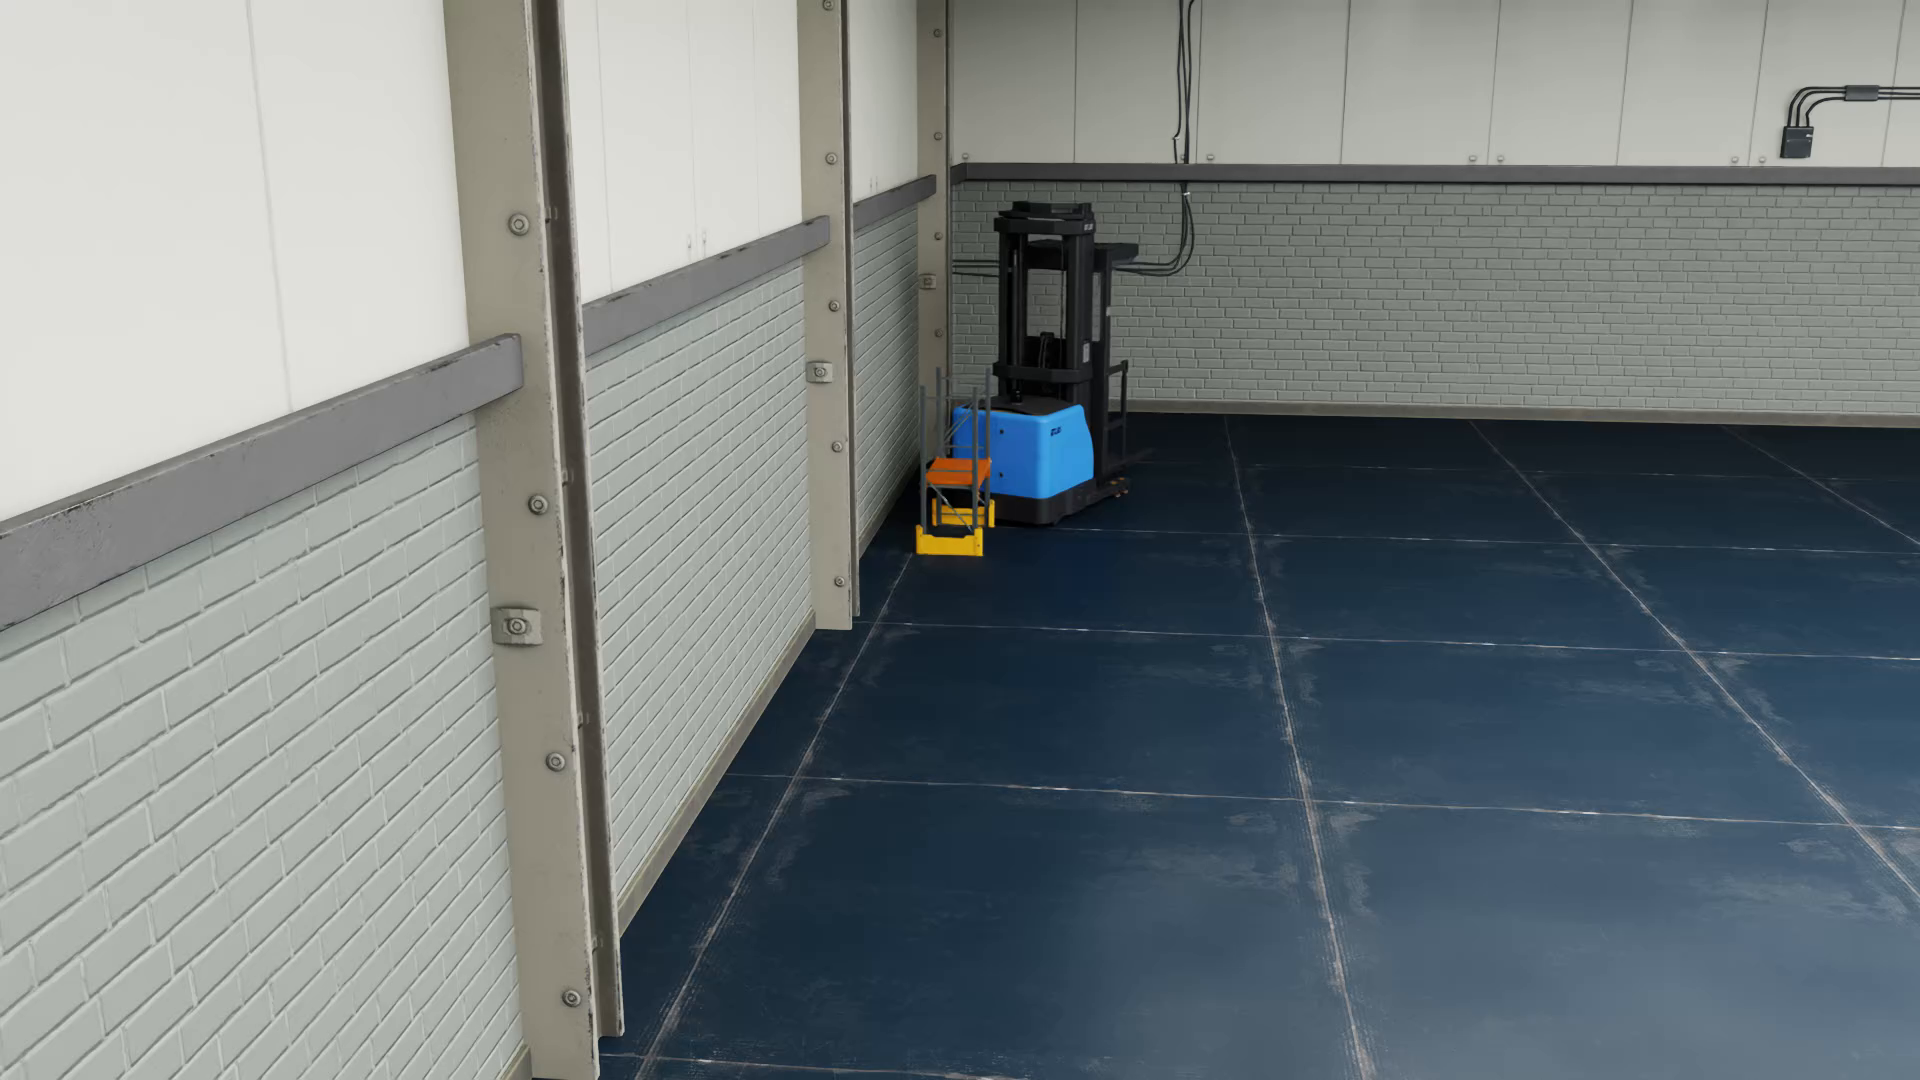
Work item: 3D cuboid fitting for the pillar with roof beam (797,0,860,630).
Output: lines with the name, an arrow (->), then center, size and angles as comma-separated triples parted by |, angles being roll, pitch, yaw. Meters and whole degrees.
pillar with roof beam -> 3.317, -3.590, 11.197 | 9.100, 9.000, 0.400 | 2, 15, 6

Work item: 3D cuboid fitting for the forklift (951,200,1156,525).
forklift -> 1.080, -1.892, 16.543 | 1.130, 2.935, 3.031 | 8, 17, 28

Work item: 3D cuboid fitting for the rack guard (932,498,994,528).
rack guard -> 0.029, -0.253, 15.621 | 0.587, 0.250, 0.087 | 2, 15, 7

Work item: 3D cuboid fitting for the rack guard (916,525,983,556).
rack guard -> -0.094, 0.005, 14.666 | 0.587, 0.250, 0.087 | 2, 15, 7

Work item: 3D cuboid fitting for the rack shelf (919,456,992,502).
rack shelf -> -0.031, -0.557, 15.036 | 0.538, 0.185, 1.000 | 2, 15, 7

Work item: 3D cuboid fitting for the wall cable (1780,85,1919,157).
wall cable -> 10.794, -7.356, 18.610 | 2.305, 6.003, 0.169 | 2, 15, 6

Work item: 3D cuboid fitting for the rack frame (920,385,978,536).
rack frame -> -0.094, -0.598, 14.502 | 0.500, 1.500, 0.032 | 2, 15, 7

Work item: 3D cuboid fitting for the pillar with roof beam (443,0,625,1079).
pillar with roof beam -> 2.640, -2.033, 5.442 | 9.100, 9.000, 0.400 | 2, 15, 6

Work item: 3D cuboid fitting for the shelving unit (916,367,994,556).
shelving unit -> -0.033, -0.728, 14.980 | 0.587, 1.500, 1.083 | 2, 15, 7

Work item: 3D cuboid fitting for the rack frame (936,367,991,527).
rack frame -> 0.031, -0.862, 15.476 | 0.500, 1.500, 0.032 | 2, 15, 7

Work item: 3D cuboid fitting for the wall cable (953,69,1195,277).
wall cable -> 1.363, -4.499, 20.508 | 3.097, 2.526, 0.112 | 2, 15, 6

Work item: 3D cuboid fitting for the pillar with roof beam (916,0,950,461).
pillar with roof beam -> 3.994, -5.146, 16.952 | 9.100, 9.000, 0.400 | 2, 15, 6

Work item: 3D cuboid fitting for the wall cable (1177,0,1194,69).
wall cable -> 4.051, -6.857, 19.554 | 3.097, 2.526, 0.112 | 2, 15, 6
